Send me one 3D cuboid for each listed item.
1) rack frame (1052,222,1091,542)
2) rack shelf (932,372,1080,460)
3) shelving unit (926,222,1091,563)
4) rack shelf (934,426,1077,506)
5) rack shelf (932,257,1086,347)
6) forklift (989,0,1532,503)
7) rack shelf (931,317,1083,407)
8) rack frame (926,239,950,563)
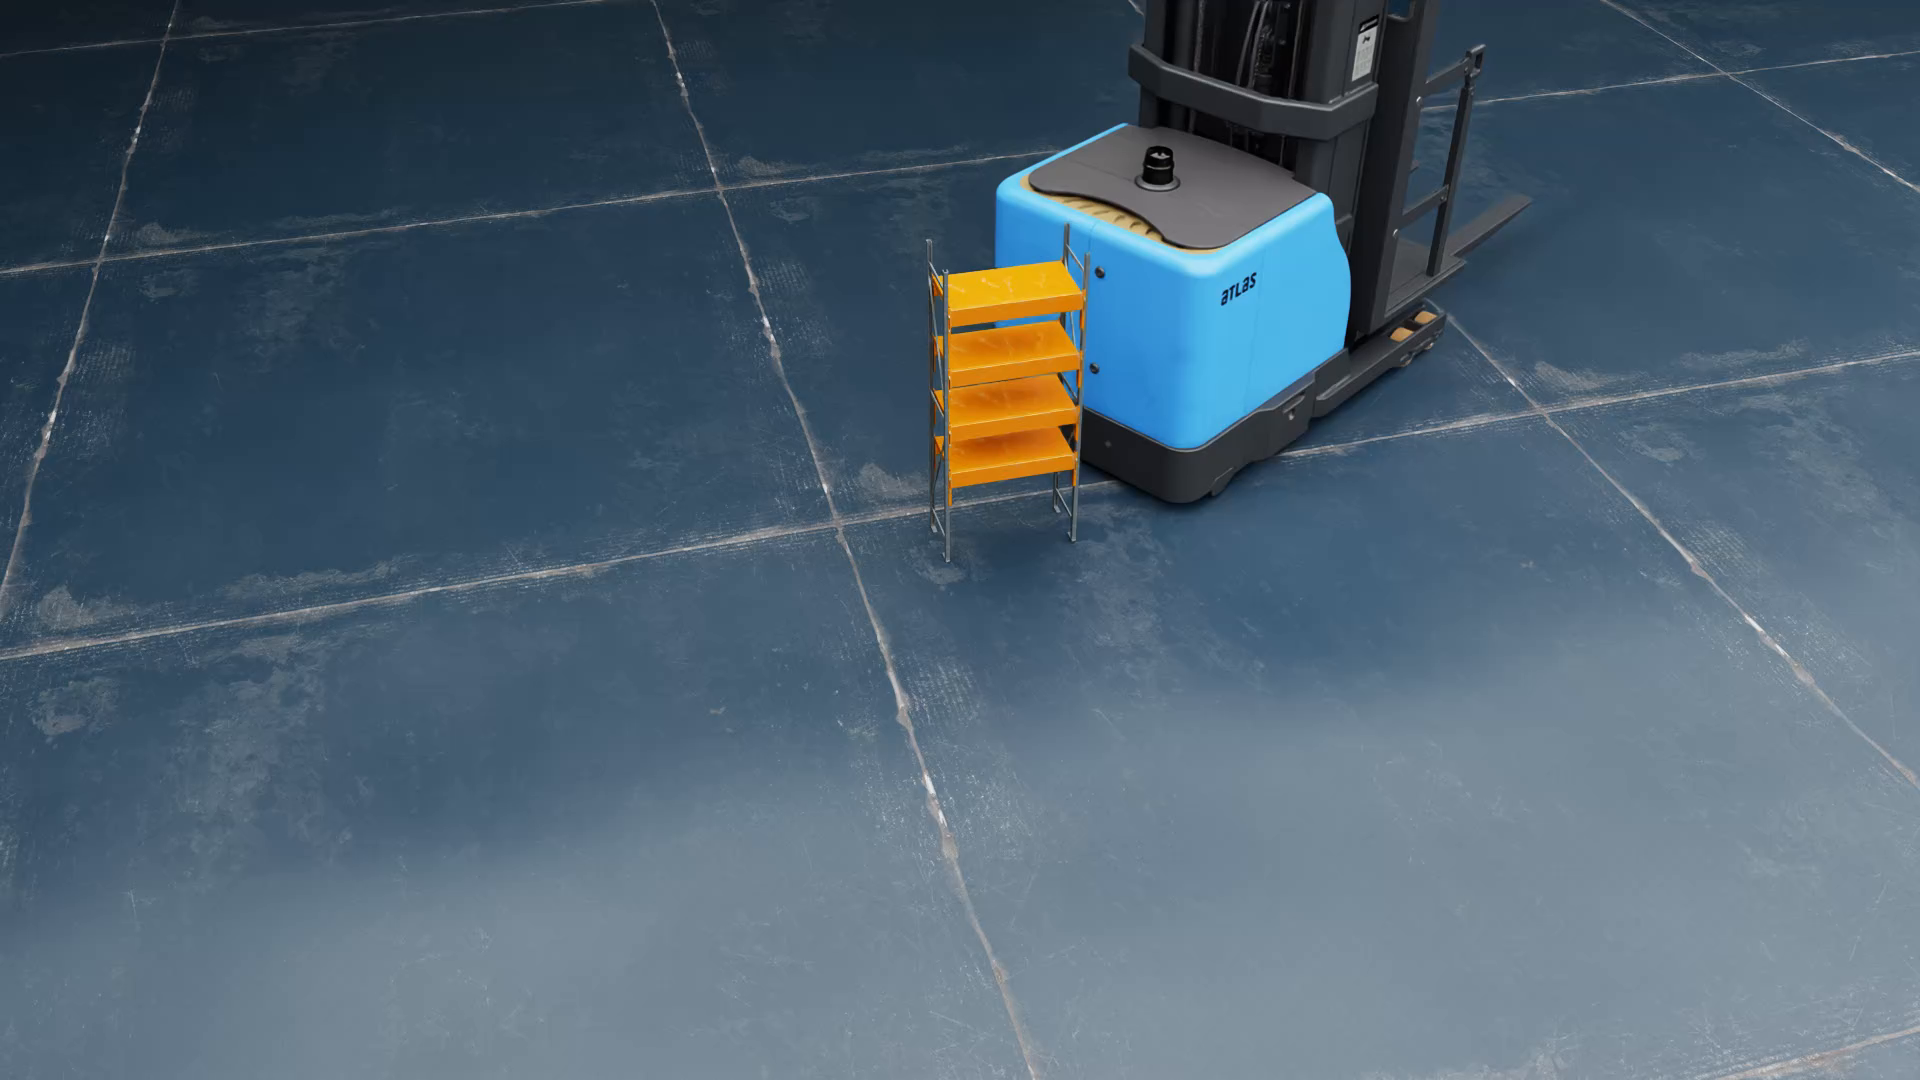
[{"bbox_3d":[0.395,-0.541,5.970,0.015,1.200,0.240,-9,38,-12],"label":"rack frame"},{"bbox_3d":[0.160,-0.449,5.961,0.480,0.148,0.258,-9,38,-12],"label":"rack shelf"},{"bbox_3d":[0.160,-0.503,5.920,0.503,1.200,0.258,-9,38,-12],"label":"shelving unit"},{"bbox_3d":[0.160,-0.292,6.081,0.480,0.148,0.258,-9,38,-12],"label":"rack shelf"},{"bbox_3d":[0.160,-0.815,5.681,0.480,0.148,0.258,-9,38,-12],"label":"rack shelf"},{"bbox_3d":[1.492,-2.109,6.595,1.130,2.935,3.031,30,46,33],"label":"forklift"},{"bbox_3d":[0.160,-0.627,5.825,0.480,0.148,0.258,-9,38,-12],"label":"rack shelf"},{"bbox_3d":[-0.076,-0.464,5.869,0.015,1.200,0.240,-9,38,-12],"label":"rack frame"}]
